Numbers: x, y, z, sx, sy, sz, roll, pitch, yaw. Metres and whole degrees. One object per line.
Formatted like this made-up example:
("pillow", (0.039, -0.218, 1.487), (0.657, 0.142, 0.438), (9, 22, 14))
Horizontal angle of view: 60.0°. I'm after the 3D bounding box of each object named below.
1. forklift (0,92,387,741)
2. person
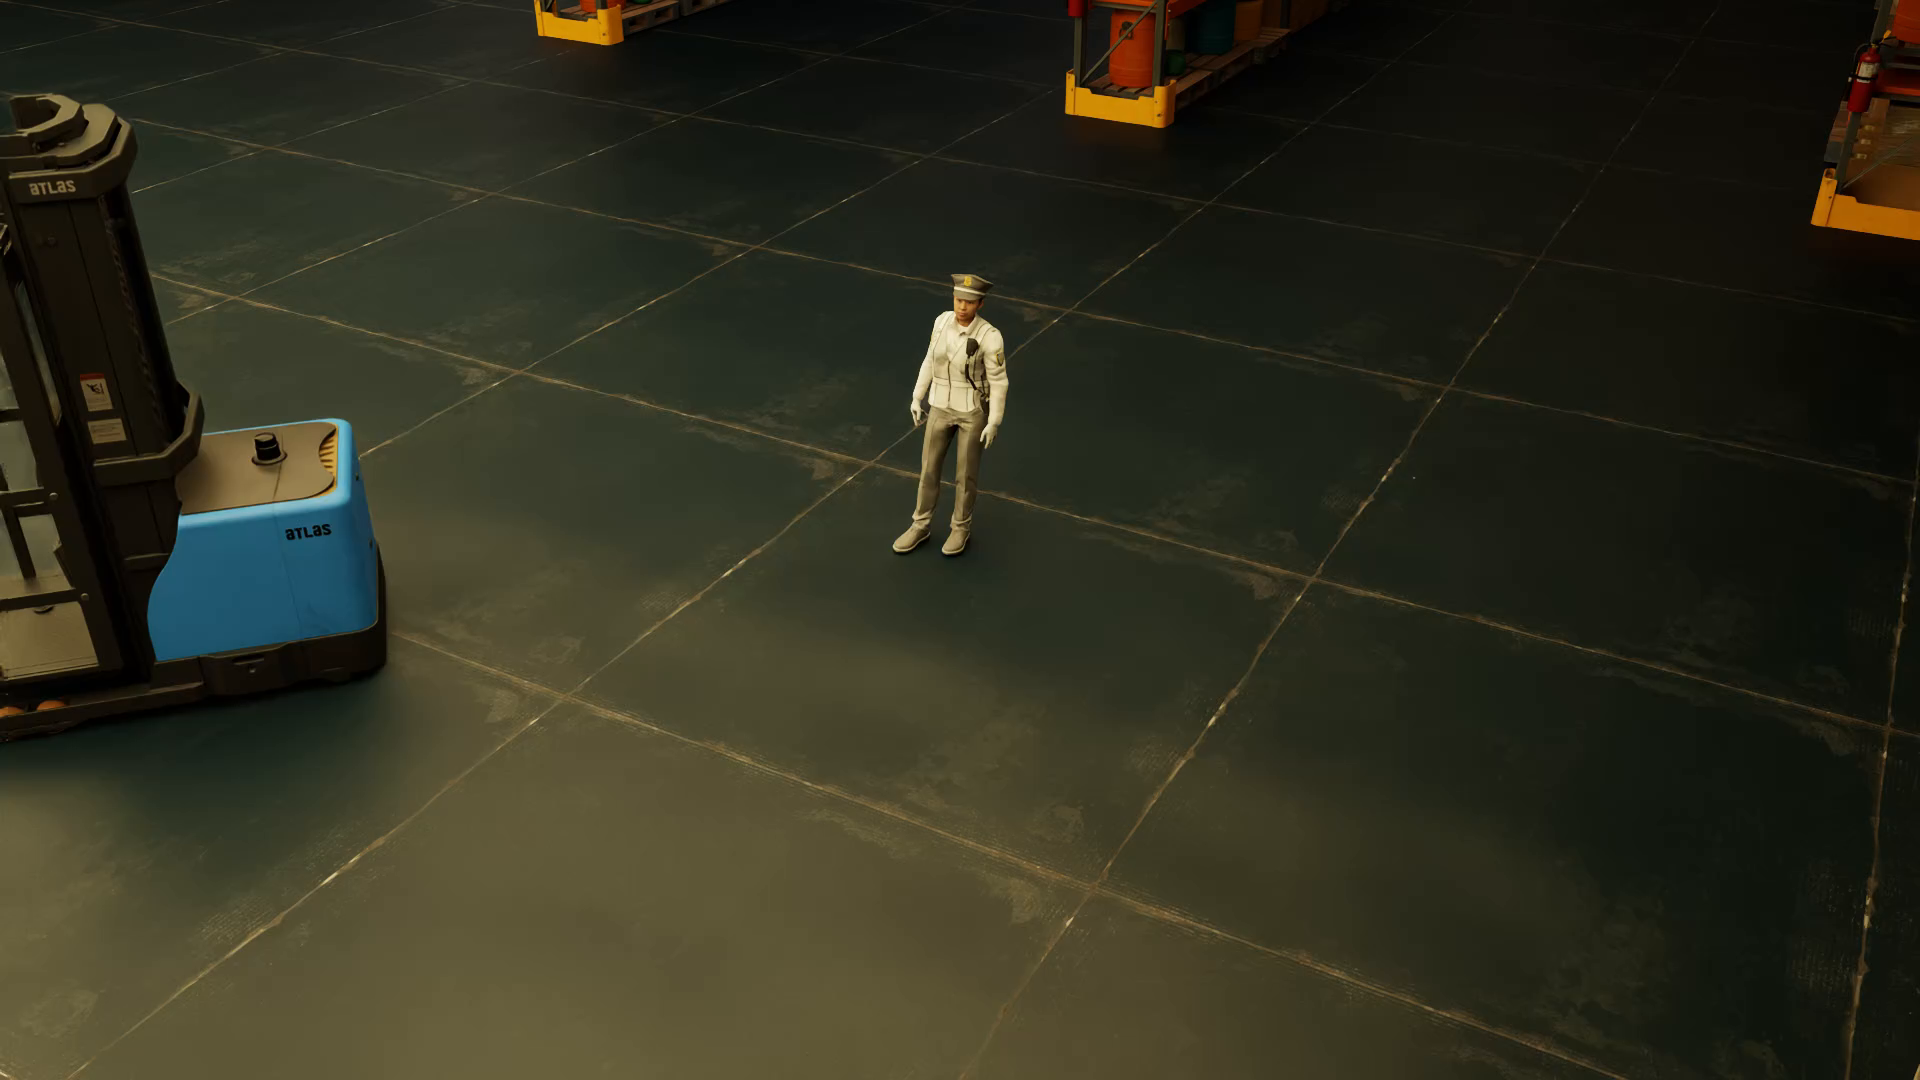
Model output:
("forklift", (-4.603, -0.566, 8.052), (3.031, 2.935, 1.130), (-9, 31, -15))
("person", (-0.039, -0.712, 9.526), (0.587, 1.694, 0.530), (15, 33, 25))
